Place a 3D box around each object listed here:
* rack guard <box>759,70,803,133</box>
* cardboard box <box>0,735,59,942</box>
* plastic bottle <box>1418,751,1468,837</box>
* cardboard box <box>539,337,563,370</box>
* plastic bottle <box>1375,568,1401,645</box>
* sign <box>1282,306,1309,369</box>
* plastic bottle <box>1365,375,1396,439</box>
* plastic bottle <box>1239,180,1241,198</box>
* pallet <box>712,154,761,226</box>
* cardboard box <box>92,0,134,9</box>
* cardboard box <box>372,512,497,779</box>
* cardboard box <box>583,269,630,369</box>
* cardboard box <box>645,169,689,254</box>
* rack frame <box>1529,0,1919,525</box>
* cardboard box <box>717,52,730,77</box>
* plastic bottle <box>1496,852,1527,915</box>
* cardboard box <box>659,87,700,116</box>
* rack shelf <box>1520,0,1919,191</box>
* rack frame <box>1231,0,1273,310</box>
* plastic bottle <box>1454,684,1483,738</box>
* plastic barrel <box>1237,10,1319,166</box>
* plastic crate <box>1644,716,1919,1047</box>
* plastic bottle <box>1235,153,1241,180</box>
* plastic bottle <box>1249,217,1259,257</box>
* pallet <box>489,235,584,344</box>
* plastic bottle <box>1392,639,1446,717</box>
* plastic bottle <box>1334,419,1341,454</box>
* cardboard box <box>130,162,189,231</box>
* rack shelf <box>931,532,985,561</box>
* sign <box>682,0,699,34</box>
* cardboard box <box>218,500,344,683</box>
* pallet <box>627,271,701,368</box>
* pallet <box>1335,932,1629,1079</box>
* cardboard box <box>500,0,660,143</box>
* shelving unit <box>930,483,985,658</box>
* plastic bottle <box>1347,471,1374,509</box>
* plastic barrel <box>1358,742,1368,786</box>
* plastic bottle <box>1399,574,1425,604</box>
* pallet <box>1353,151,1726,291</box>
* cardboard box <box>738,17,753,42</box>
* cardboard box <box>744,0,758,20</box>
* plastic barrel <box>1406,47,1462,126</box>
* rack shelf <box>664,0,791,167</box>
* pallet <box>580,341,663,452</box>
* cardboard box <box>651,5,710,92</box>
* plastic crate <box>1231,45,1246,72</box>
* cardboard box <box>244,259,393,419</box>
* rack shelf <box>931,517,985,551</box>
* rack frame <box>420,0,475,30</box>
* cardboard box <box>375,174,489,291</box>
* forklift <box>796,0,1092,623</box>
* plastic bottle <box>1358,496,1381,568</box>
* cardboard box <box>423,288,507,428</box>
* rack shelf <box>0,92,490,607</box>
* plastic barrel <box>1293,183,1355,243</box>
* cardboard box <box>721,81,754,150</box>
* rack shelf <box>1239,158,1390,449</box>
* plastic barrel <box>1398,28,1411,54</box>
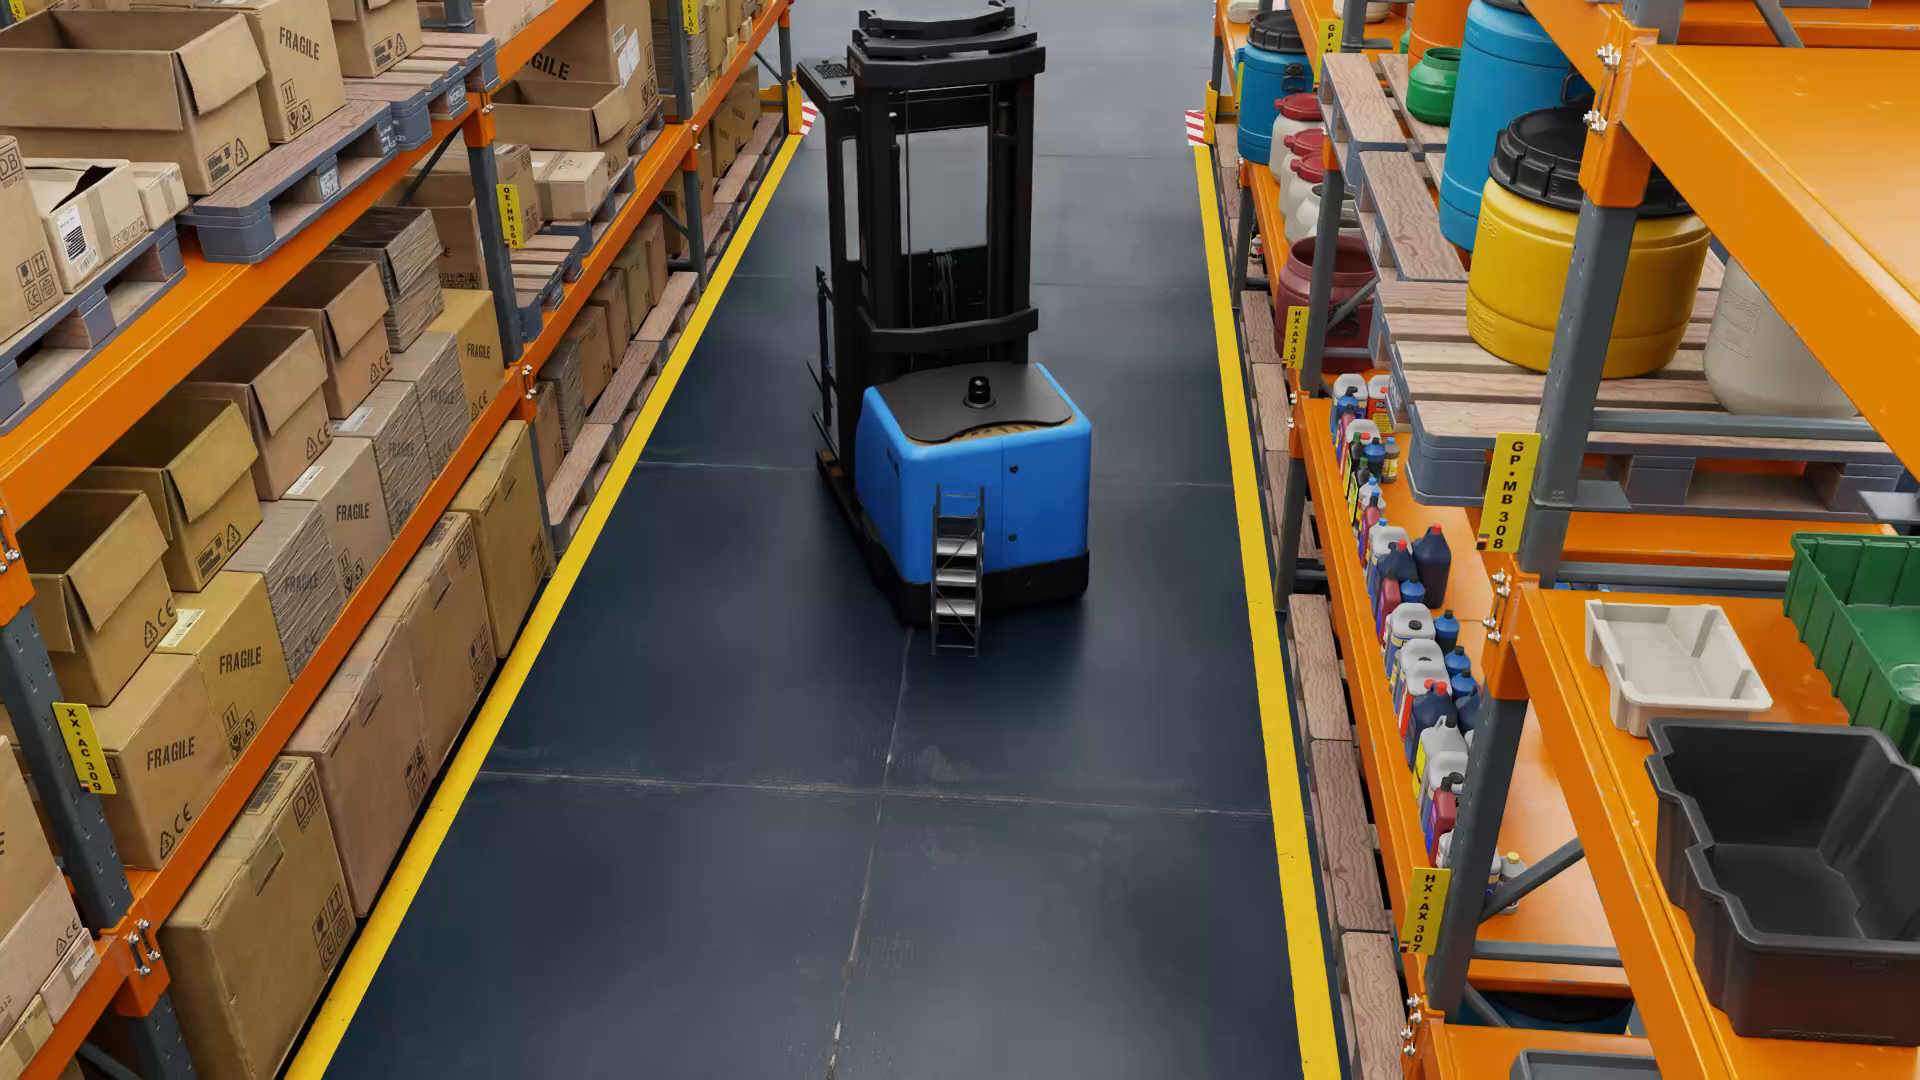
[{"bbox_3d":[-2.105,-4.189,15.851,1.175,0.500,0.348,2,32,4],"label":"rack guard"},{"bbox_3d":[-2.847,0.852,4.434,0.500,0.500,0.500,3,32,5],"label":"cardboard box"},{"bbox_3d":[1.601,0.836,5.434,0.152,0.276,0.135,2,32,4],"label":"plastic bottle"},{"bbox_3d":[-2.692,-1.181,9.837,0.500,0.250,0.500,6,32,10],"label":"cardboard box"},{"bbox_3d":[1.645,0.254,6.370,0.061,0.283,0.133,2,32,4],"label":"plastic bottle"},{"bbox_3d":[1.638,-0.987,8.118,0.100,0.325,0.005,2,32,4],"label":"sign"},{"bbox_3d":[1.981,-0.626,7.806,0.152,0.276,0.135,2,32,4],"label":"plastic bottle"},{"bbox_3d":[2.344,-2.941,13.624,0.097,0.271,0.097,0,32,0],"label":"plastic bottle"},{"bbox_3d":[-2.308,-3.006,14.207,1.003,0.211,1.213,2,32,4],"label":"pallet"},{"bbox_3d":[-7.158,-4.289,13.488,0.875,0.550,0.550,2,32,4],"label":"cardboard box"},{"bbox_3d":[-2.907,0.442,7.579,1.225,0.875,0.875,3,32,4],"label":"cardboard box"},{"bbox_3d":[-2.599,-1.463,11.008,0.700,0.500,0.500,0,32,0],"label":"cardboard box"},{"bbox_3d":[-2.352,-2.523,12.748,0.500,0.500,0.500,2,32,2],"label":"cardboard box"},{"bbox_3d":[1.861,-1.360,3.160,1.000,3.000,0.127,2,32,4],"label":"rack frame"},{"bbox_3d":[-2.009,-3.716,12.940,0.380,0.149,0.250,2,32,4],"label":"cardboard box"},{"bbox_3d":[1.697,1.054,5.150,0.097,0.201,0.097,0,32,0],"label":"plastic bottle"},{"bbox_3d":[-2.107,-3.194,12.093,0.380,0.149,0.250,2,32,4],"label":"cardboard box"},{"bbox_3d":[2.024,-1.930,5.151,1.077,0.370,4.000,2,32,4],"label":"rack shelf"},{"bbox_3d":[2.512,-2.990,11.522,1.000,3.000,0.127,2,32,4],"label":"rack frame"},{"bbox_3d":[1.768,0.630,5.697,0.144,0.351,0.185,2,32,4],"label":"plastic bottle"},{"bbox_3d":[2.179,-3.014,11.084,0.600,0.901,0.708,2,32,4],"label":"plastic barrel"},{"bbox_3d":[1.486,0.610,2.947,0.497,0.269,0.590,2,32,4],"label":"plastic crate"},{"bbox_3d":[2.380,-3.172,14.000,0.097,0.271,0.097,0,32,0],"label":"plastic bottle"},{"bbox_3d":[2.223,-2.286,12.551,0.061,0.283,0.133,4,32,6],"label":"plastic bottle"},{"bbox_3d":[-2.798,-1.405,9.134,1.213,0.211,1.003,2,32,4],"label":"pallet"},{"bbox_3d":[1.653,0.501,5.976,0.152,0.276,0.135,2,32,4],"label":"plastic bottle"},{"bbox_3d":[1.784,-0.491,7.657,0.097,0.201,0.097,0,32,0],"label":"plastic bottle"},{"bbox_3d":[-2.805,-1.139,5.499,0.380,0.149,0.250,1,32,2],"label":"cardboard box"},{"bbox_3d":[-0.011,0.038,8.328,0.258,0.077,0.200,3,32,3],"label":"rack shelf"},{"bbox_3d":[-1.871,-3.672,11.526,0.100,0.325,0.005,2,32,4],"label":"sign"},{"bbox_3d":[-2.708,0.185,6.276,0.500,0.500,0.500,2,32,3],"label":"cardboard box"},{"bbox_3d":[-2.486,-1.607,11.936,1.003,0.211,1.213,2,32,4],"label":"pallet"},{"bbox_3d":[1.965,1.979,6.118,1.003,0.211,1.213,2,32,4],"label":"pallet"},{"bbox_3d":[-2.629,-3.226,10.934,1.000,1.000,1.000,3,32,4],"label":"cardboard box"},{"bbox_3d":[-0.013,0.162,8.405,0.258,0.900,0.210,3,32,3],"label":"shelving unit"},{"bbox_3d":[1.744,-0.230,7.233,0.097,0.201,0.097,0,32,0],"label":"plastic bottle"},{"bbox_3d":[2.072,0.797,7.276,0.600,0.588,0.708,2,32,4],"label":"plastic barrel"},{"bbox_3d":[1.725,0.253,6.383,0.097,0.271,0.097,0,32,0],"label":"plastic bottle"},{"bbox_3d":[1.917,-1.010,5.631,1.003,0.211,1.213,2,32,4],"label":"pallet"},{"bbox_3d":[-1.934,-4.239,13.789,0.380,0.149,0.250,2,32,4],"label":"cardboard box"},{"bbox_3d":[-2.176,-4.649,13.837,0.875,0.500,0.500,2,32,4],"label":"cardboard box"},{"bbox_3d":[1.871,-1.743,6.389,0.294,0.245,0.294,0,32,0],"label":"plastic barrel"},{"bbox_3d":[-2.261,-3.941,13.751,1.077,0.370,4.000,2,32,4],"label":"rack shelf"},{"bbox_3d":[-2.583,-0.967,10.898,1.003,0.211,1.213,2,32,4],"label":"pallet"},{"bbox_3d":[-2.326,-3.603,12.139,0.875,0.500,0.500,2,32,4],"label":"cardboard box"},{"bbox_3d":[2.392,-3.737,12.987,0.530,0.136,0.437,2,32,4],"label":"plastic crate"},{"bbox_3d":[-2.881,-0.857,7.010,0.797,0.503,0.637,3,32,5],"label":"cardboard box"},{"bbox_3d":[-0.009,-0.039,8.281,0.258,0.077,0.200,3,32,3],"label":"rack shelf"},{"bbox_3d":[-2.750,-3.663,6.898,1.000,3.000,0.127,2,32,4],"label":"rack frame"},{"bbox_3d":[-2.746,-1.615,8.796,0.500,0.500,0.500,-1,32,-2],"label":"cardboard box"},{"bbox_3d":[-0.241,-1.580,9.301,1.130,2.935,3.031,-10,33,-15],"label":"forklift"},{"bbox_3d":[1.690,-0.034,6.837,0.061,0.283,0.133,2,32,4],"label":"plastic bottle"},{"bbox_3d":[-2.543,-0.883,8.009,0.500,0.500,0.500,3,32,5],"label":"cardboard box"},{"bbox_3d":[-2.913,-1.034,6.176,1.077,0.370,4.000,2,32,4],"label":"rack shelf"},{"bbox_3d":[2.092,-1.713,9.344,0.421,0.512,0.421,0,32,0],"label":"plastic barrel"},{"bbox_3d":[-2.181,-3.768,14.767,0.500,0.500,0.500,11,33,17],"label":"cardboard box"},{"bbox_3d":[2.349,-1.638,10.014,1.077,0.370,4.000,2,32,4],"label":"rack shelf"},{"bbox_3d":[2.156,-2.240,7.595,0.294,0.245,0.294,0,32,0],"label":"plastic barrel"}]
